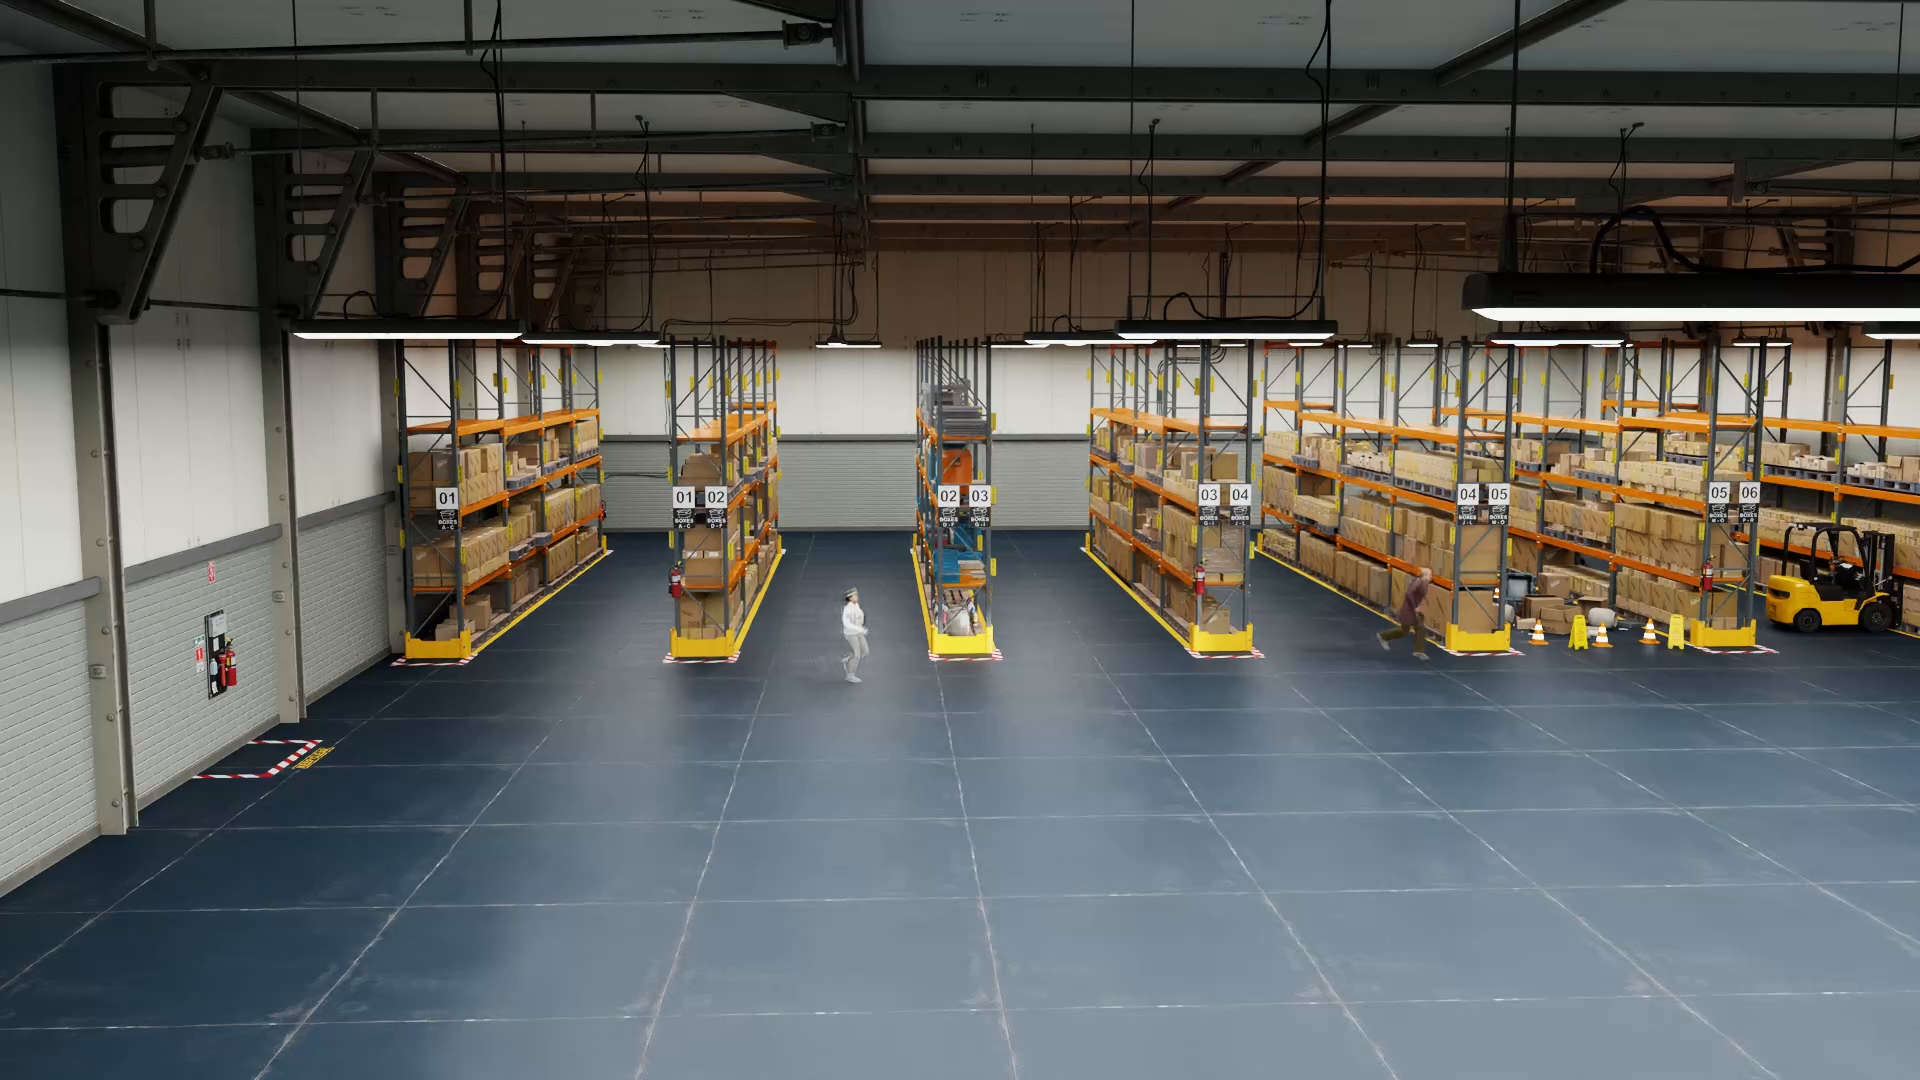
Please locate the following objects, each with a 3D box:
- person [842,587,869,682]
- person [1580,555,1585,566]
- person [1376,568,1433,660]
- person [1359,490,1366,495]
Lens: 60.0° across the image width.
[{"bbox_3d":[-1.819,1.640,28.832,0.525,1.646,0.611,2,7,21],"label":"person"},{"bbox_3d":[15.921,-0.004,43.104,0.654,1.678,0.654,-1,7,-12],"label":"person"},{"bbox_3d":[8.343,1.363,31.151,1.044,1.737,0.733,3,7,24],"label":"person"},{"bbox_3d":[11.894,-0.676,49.280,0.653,1.601,0.586,-2,7,-13],"label":"person"}]
